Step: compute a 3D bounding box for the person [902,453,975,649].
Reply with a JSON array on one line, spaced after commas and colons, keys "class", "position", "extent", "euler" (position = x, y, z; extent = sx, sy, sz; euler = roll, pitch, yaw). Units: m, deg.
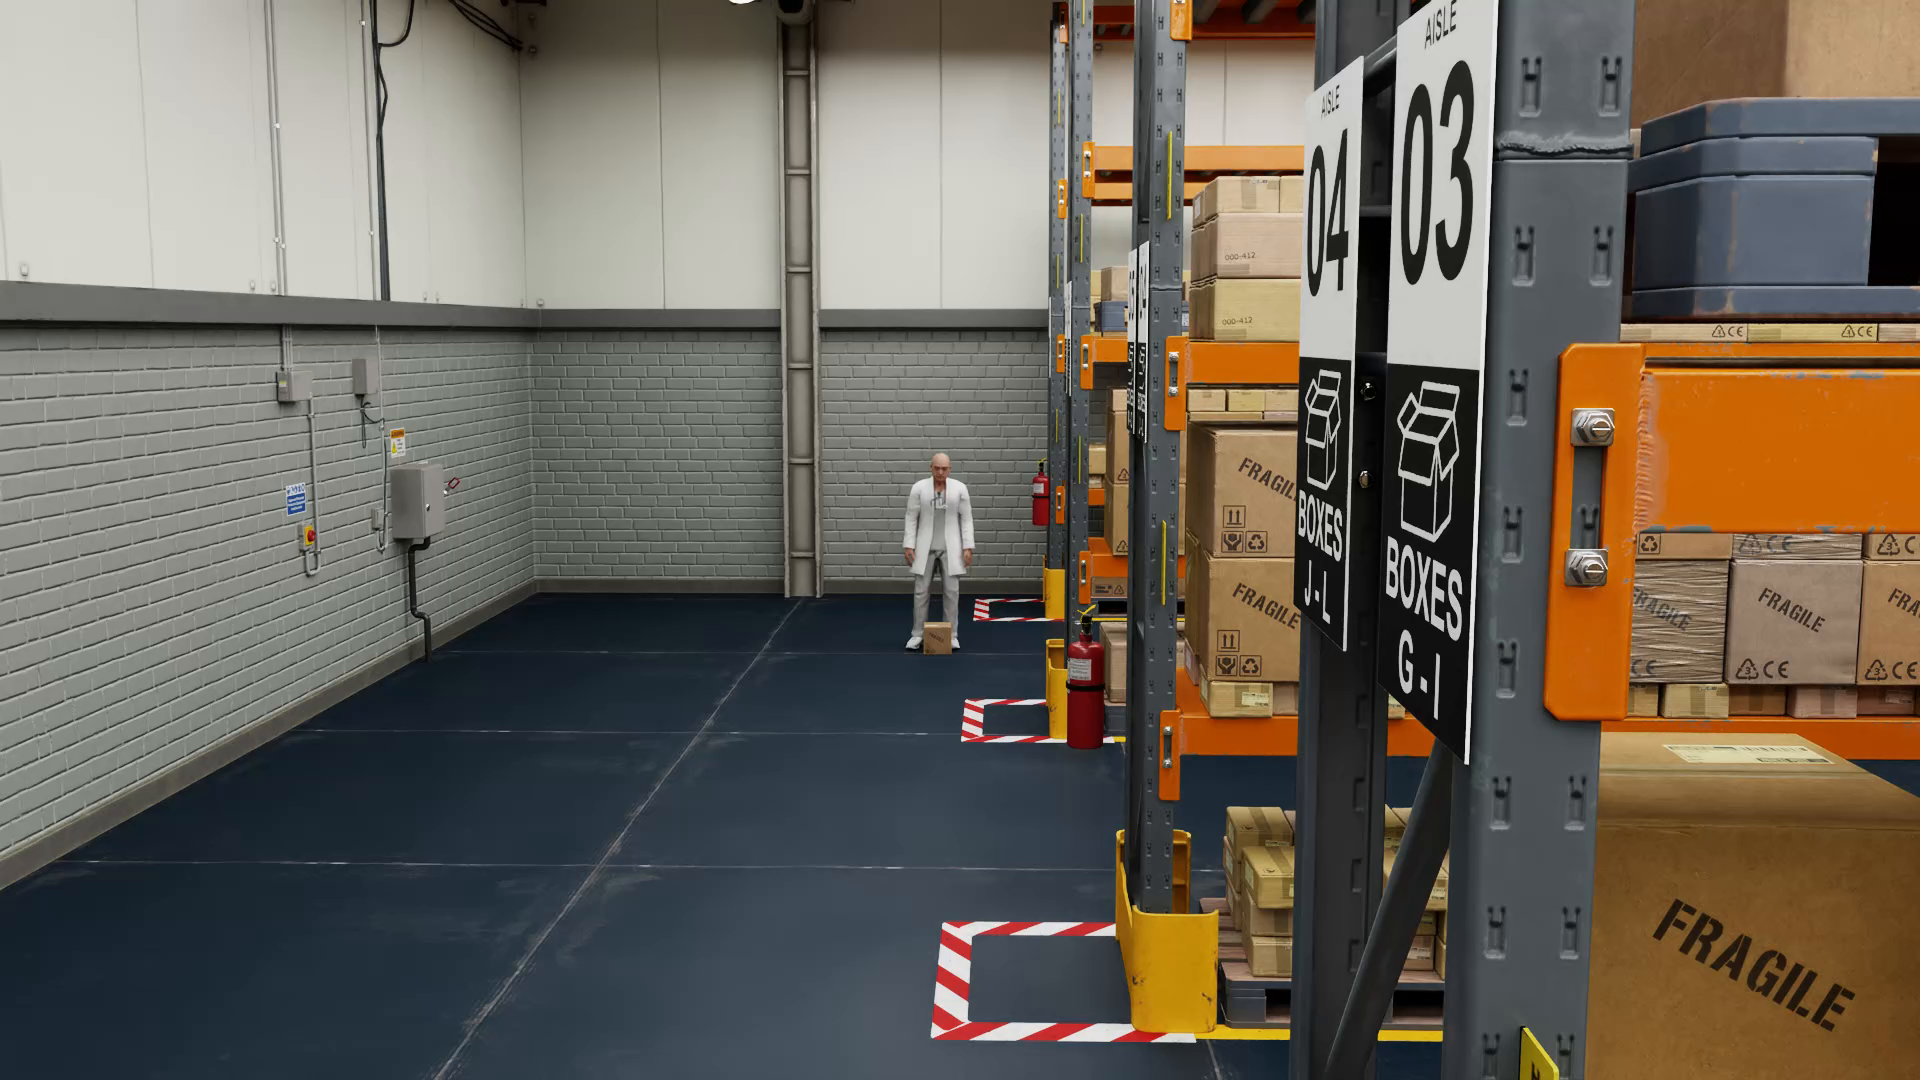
[{"class": "person", "position": [-0.193, 0.094, 15.064], "extent": [0.655, 1.774, 0.415], "euler": [0, 7, 0]}]
